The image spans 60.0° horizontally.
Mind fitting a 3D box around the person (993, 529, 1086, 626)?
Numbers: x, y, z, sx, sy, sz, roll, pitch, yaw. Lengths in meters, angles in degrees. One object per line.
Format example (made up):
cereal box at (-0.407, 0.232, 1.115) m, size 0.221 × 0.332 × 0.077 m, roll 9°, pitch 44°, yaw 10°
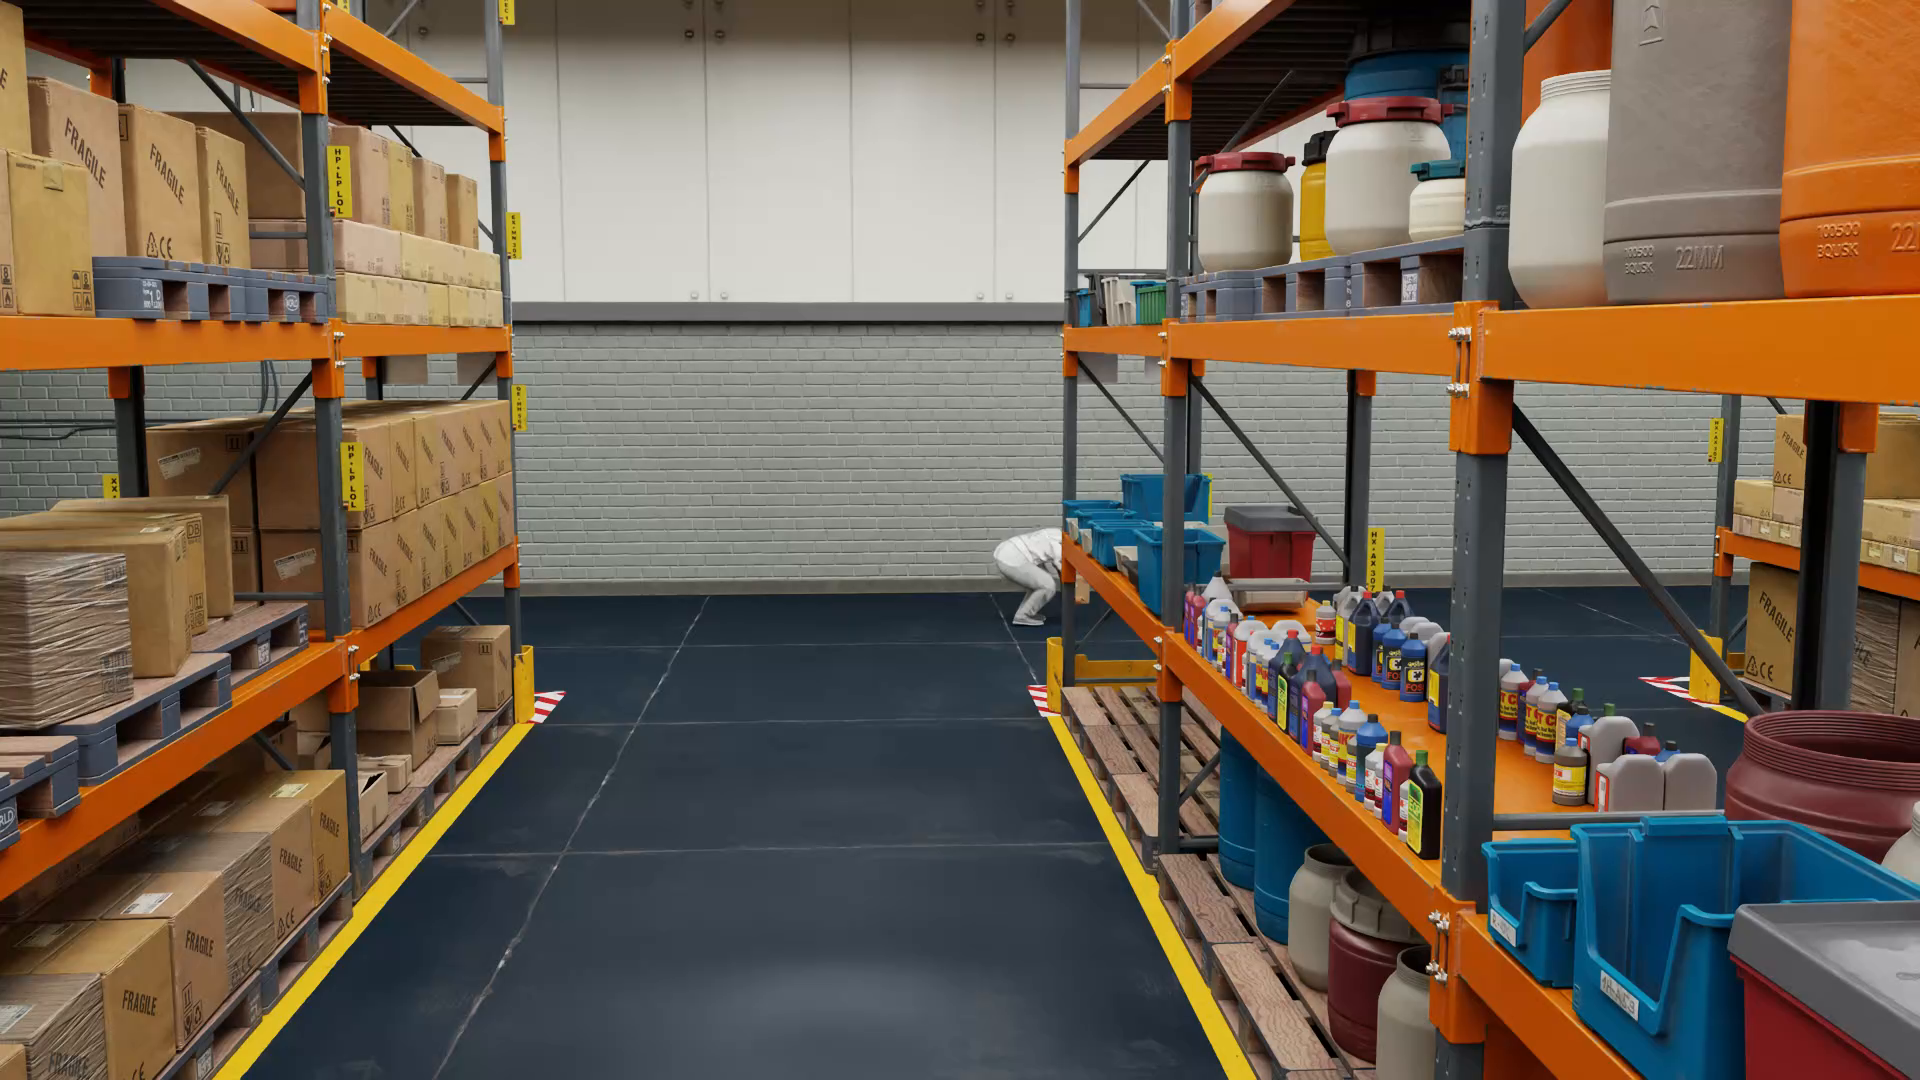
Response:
person at (0.780, 0.338, 15.983) m, size 0.914 × 0.942 × 0.496 m, roll -1°, pitch 7°, yaw -6°
